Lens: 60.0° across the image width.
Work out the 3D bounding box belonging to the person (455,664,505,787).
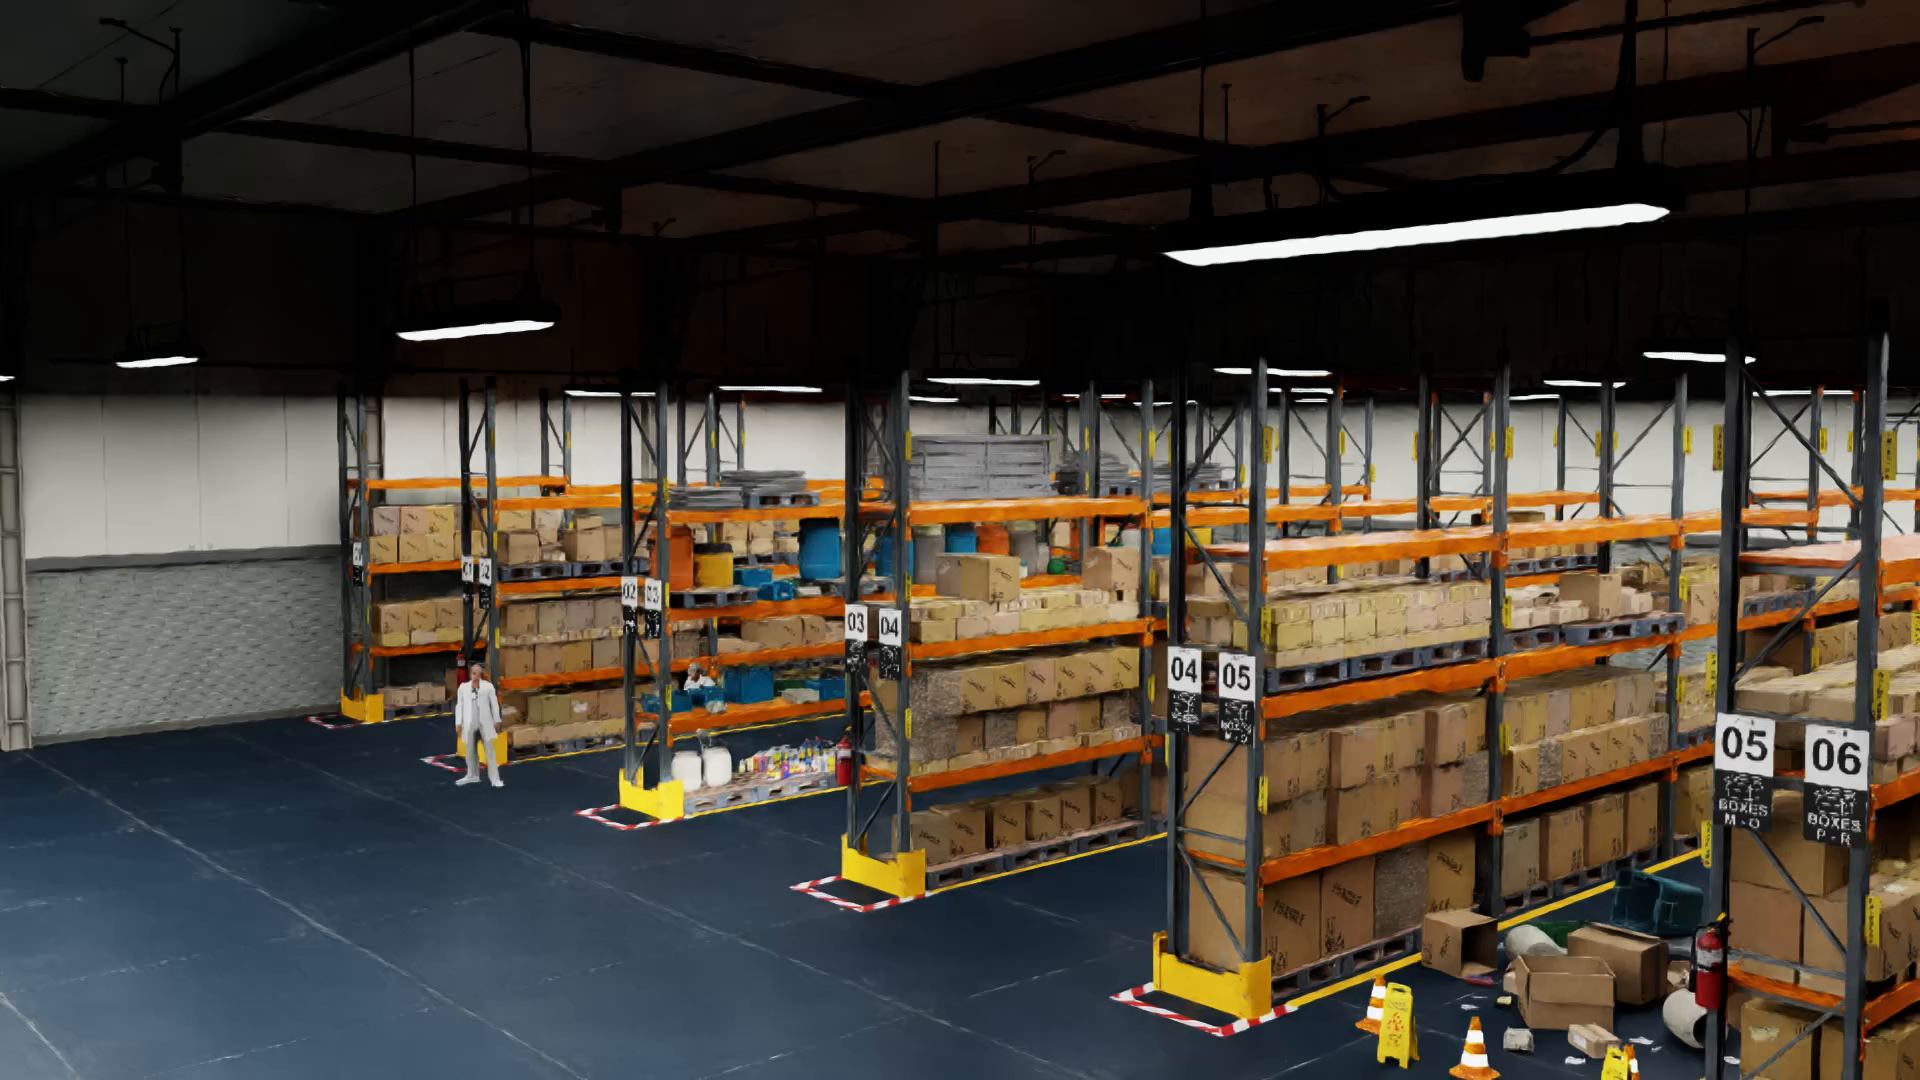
[{"bbox_3d":[-6.959,2.680,24.104,0.775,1.773,0.578,0,4,-4],"label":"person"}]

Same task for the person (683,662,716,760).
[{"bbox_3d":[-3.967,2.668,25.760,0.655,1.593,0.824,2,4,31],"label":"person"}]
